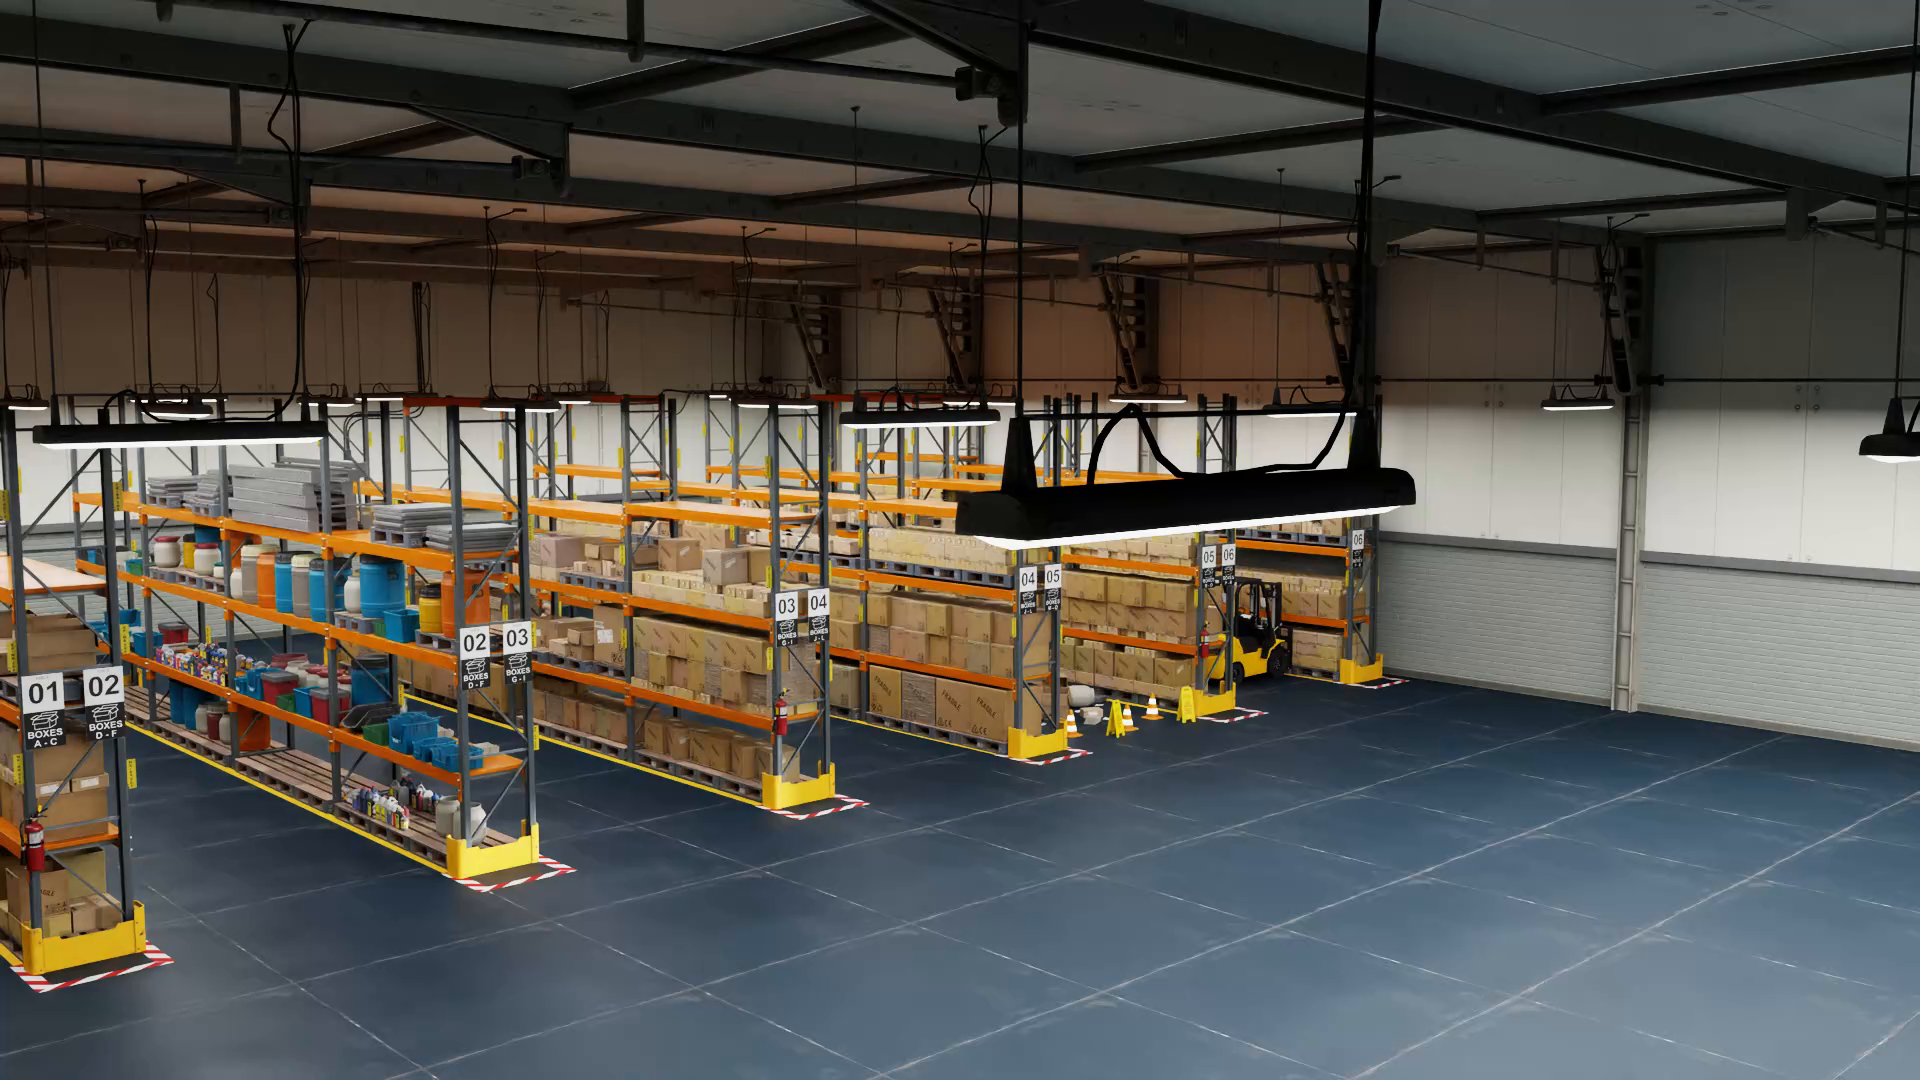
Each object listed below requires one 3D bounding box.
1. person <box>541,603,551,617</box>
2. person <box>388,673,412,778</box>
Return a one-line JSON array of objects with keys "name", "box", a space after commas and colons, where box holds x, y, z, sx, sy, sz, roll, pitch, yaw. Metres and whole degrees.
[{"name": "person", "box": [-8.338, 2.164, 33.892, 0.644, 1.773, 0.471, 4, 7, 39]}, {"name": "person", "box": [-8.949, 2.906, 26.491, 0.586, 1.801, 0.598, -1, 6, -14]}]
